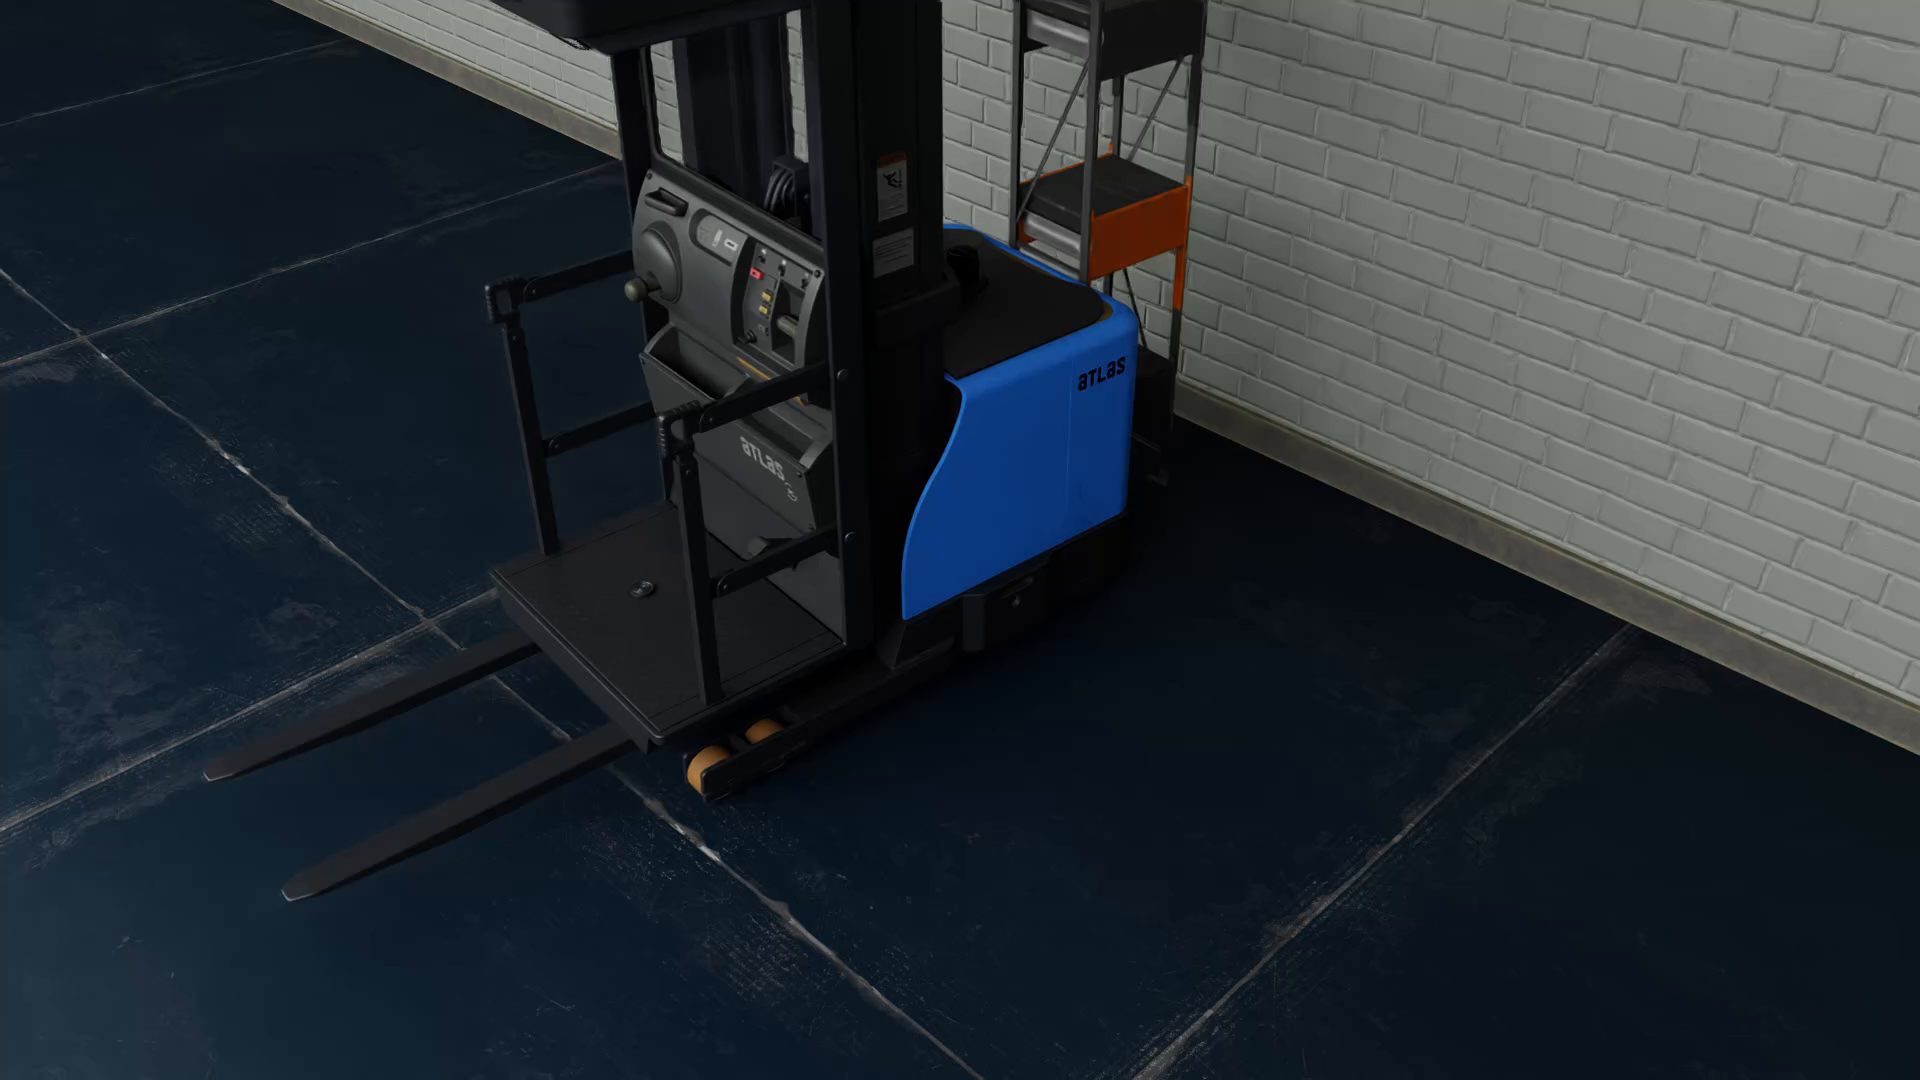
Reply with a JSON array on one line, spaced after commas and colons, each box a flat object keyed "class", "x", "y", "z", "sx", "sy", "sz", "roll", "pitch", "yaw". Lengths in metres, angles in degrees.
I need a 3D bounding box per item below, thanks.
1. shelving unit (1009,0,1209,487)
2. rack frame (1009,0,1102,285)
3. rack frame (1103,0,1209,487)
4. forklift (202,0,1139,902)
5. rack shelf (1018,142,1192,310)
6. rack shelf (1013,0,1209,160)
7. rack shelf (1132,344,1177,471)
[{"class": "shelving unit", "x": 0.497, "y": -1.072, "z": 5.951, "sx": 0.503, "sy": 2.100, "sz": 0.431, "roll": -25, "pitch": 42, "yaw": -32}, {"class": "rack frame", "x": 0.309, "y": -0.982, "z": 5.823, "sx": 0.015, "sy": 2.100, "sz": 0.400, "roll": -25, "pitch": 42, "yaw": -32}, {"class": "rack frame", "x": 0.684, "y": -1.161, "z": 6.079, "sx": 0.015, "sy": 2.100, "sz": 0.400, "roll": -25, "pitch": 42, "yaw": -32}, {"class": "forklift", "x": -0.851, "y": -0.747, "z": 4.759, "sx": 3.031, "sy": 2.935, "sz": 1.130, "roll": -25, "pitch": 42, "yaw": -32}, {"class": "rack shelf", "x": 0.497, "y": -1.060, "z": 5.959, "sx": 0.480, "sy": 0.518, "sz": 0.431, "roll": -25, "pitch": 42, "yaw": -32}, {"class": "rack shelf", "x": 0.497, "y": -1.634, "z": 5.558, "sx": 0.480, "sy": 0.518, "sz": 0.431, "roll": -25, "pitch": 42, "yaw": -32}, {"class": "rack shelf", "x": 0.497, "y": -0.486, "z": 6.359, "sx": 0.480, "sy": 0.518, "sz": 0.431, "roll": -25, "pitch": 42, "yaw": -32}]
